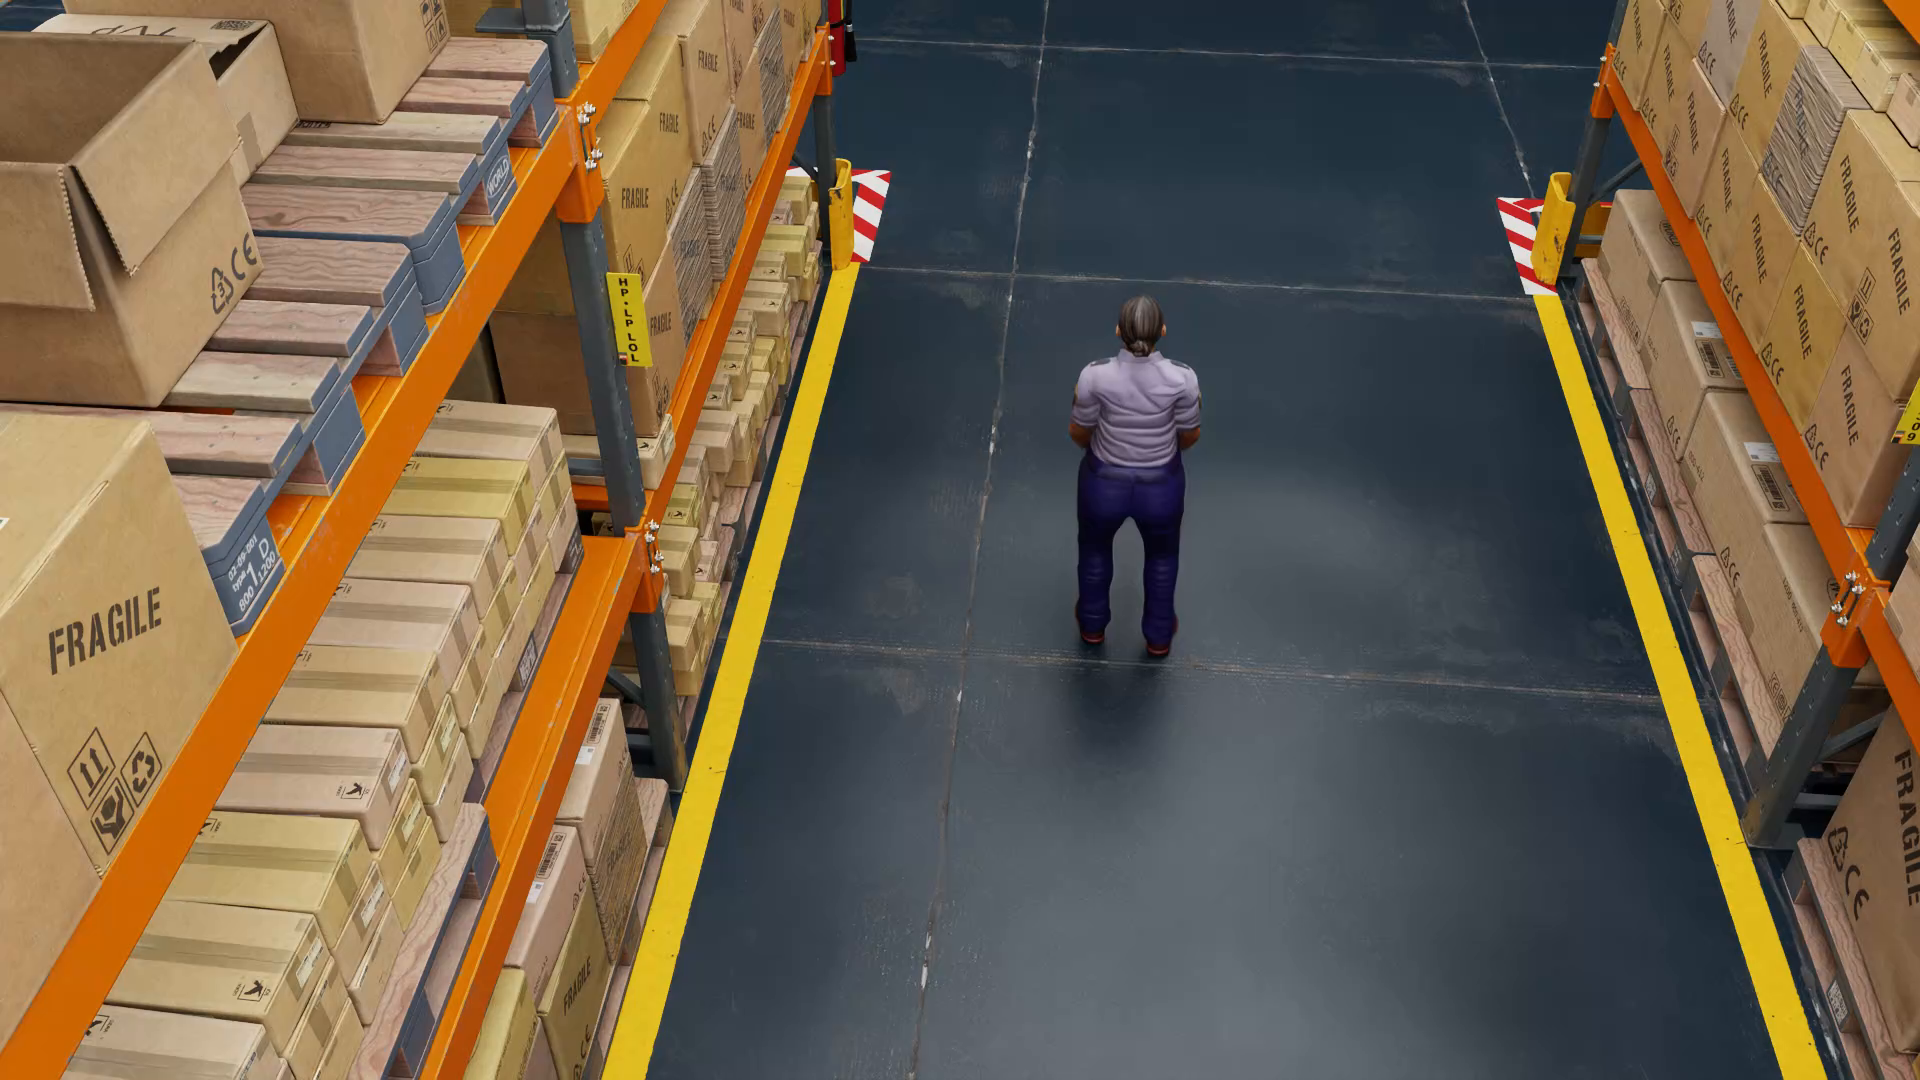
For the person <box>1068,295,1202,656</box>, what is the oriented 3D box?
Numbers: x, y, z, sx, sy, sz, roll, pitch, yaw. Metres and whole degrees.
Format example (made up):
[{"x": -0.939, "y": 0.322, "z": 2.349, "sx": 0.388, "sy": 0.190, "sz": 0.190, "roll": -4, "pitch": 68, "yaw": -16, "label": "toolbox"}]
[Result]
[{"x": 0.664, "y": -0.241, "z": 6.444, "sx": 0.506, "sy": 1.656, "sz": 0.423, "roll": 3, "pitch": 40, "yaw": 3, "label": "person"}]
